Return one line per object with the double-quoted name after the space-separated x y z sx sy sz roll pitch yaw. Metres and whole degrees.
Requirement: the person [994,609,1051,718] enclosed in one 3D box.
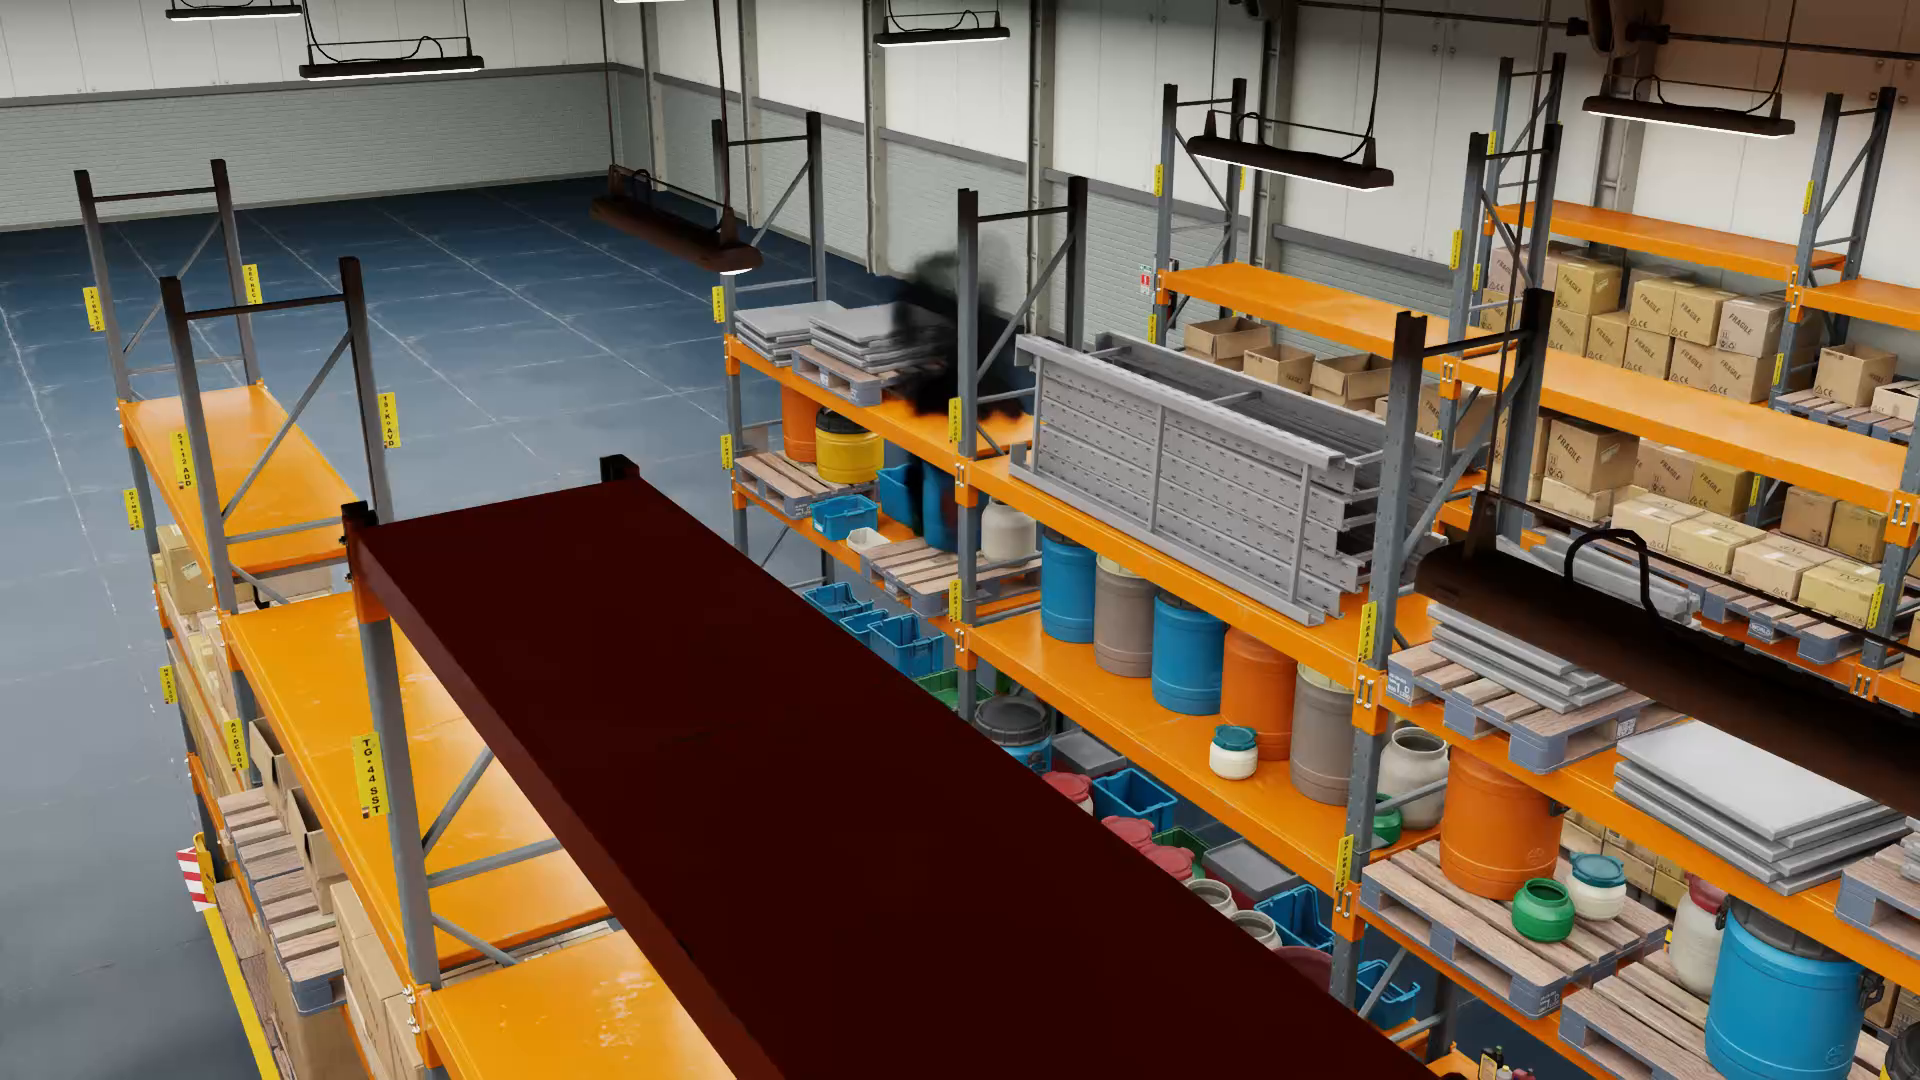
0.541 0.958 15.733 0.645 1.824 0.837 -19 28 -38 "person"
